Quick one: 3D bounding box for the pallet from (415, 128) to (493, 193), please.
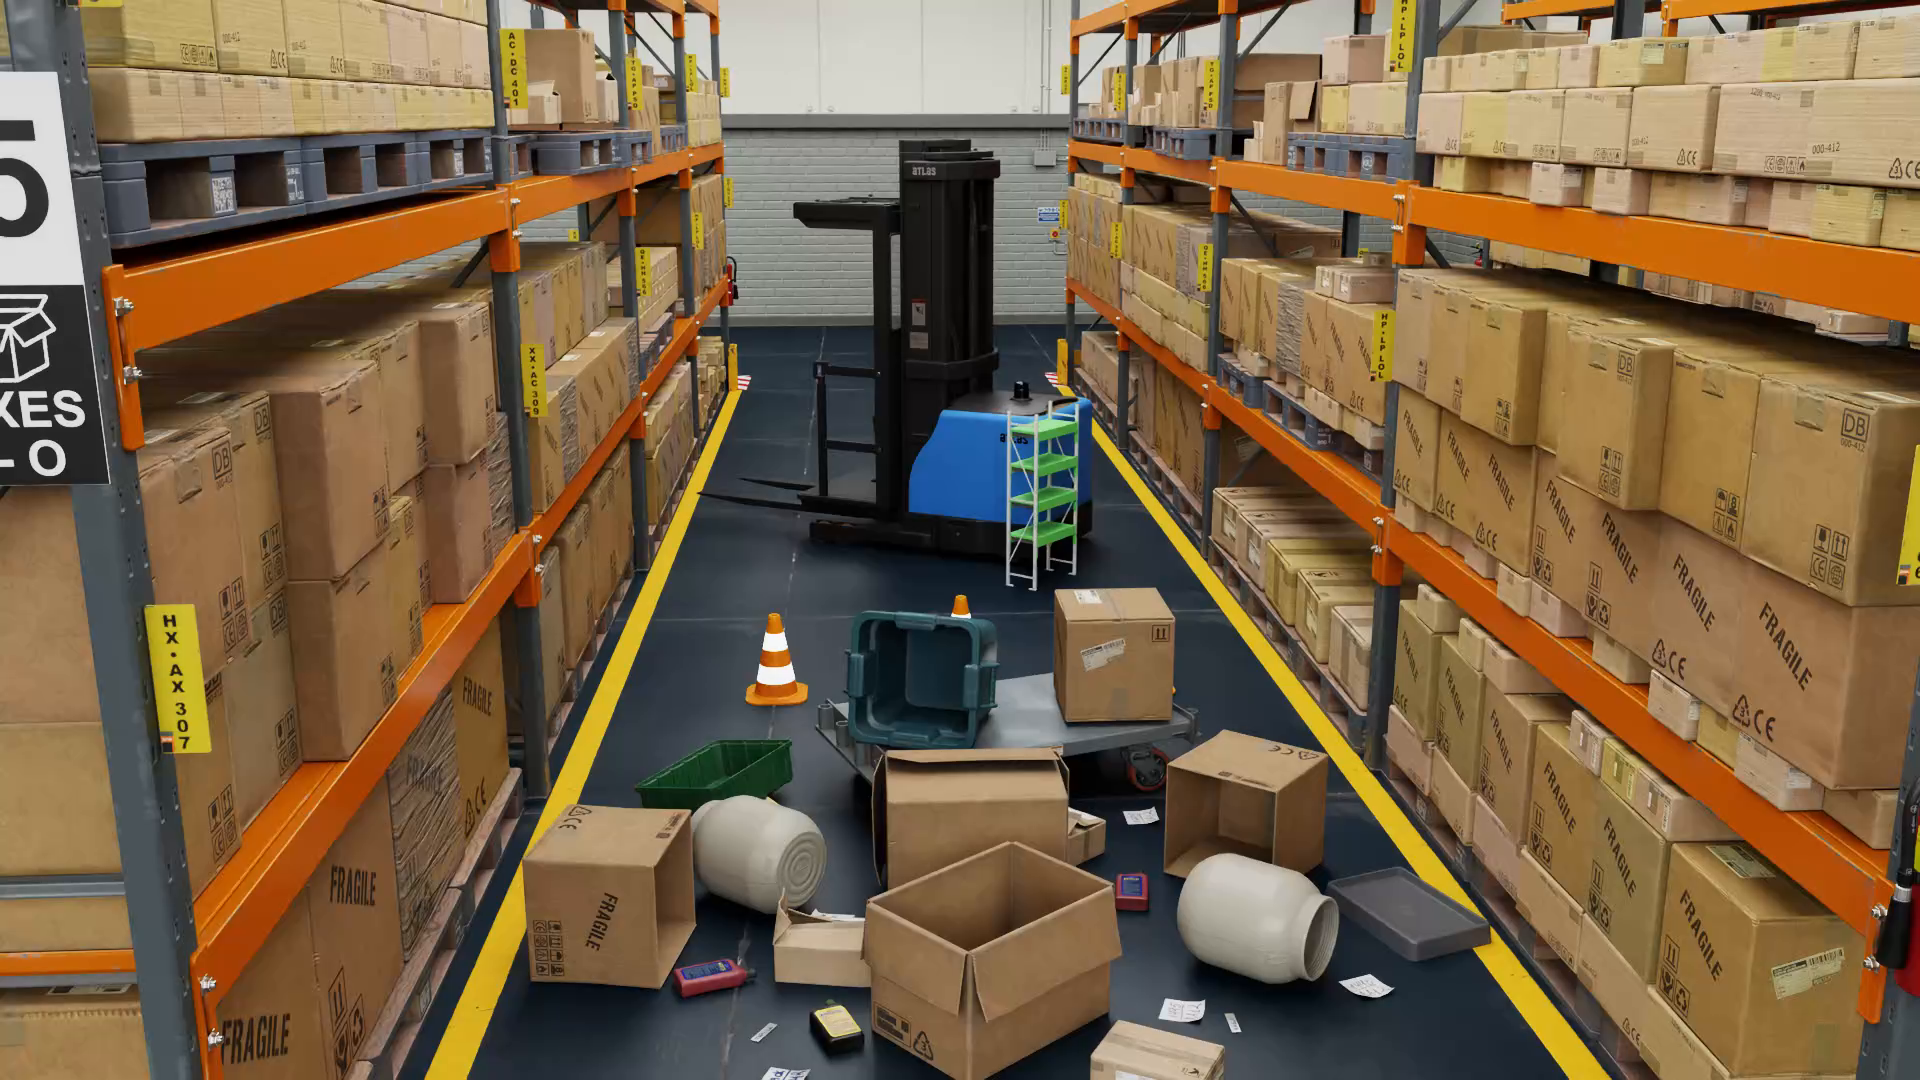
[{"bbox_3d":[-2.396,-1.444,6.279,1.003,0.211,1.213,-1,14,-3],"label":"pallet"}]

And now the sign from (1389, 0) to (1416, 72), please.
[{"bbox_3d":[1.945,-2.224,7.303,0.100,0.325,0.005,-1,14,-3],"label":"sign"}]

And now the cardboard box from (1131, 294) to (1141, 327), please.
[{"bbox_3d":[1.800,-2.015,14.638,0.500,0.250,0.500,-1,14,-5],"label":"cardboard box"}]

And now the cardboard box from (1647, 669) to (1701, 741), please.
[{"bbox_3d":[2.343,0.498,5.075,0.380,0.149,0.250,-1,14,-2],"label":"cardboard box"}]

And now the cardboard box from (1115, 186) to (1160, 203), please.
[{"bbox_3d":[1.666,-3.248,15.621,0.380,0.149,0.250,-1,14,-5],"label":"cardboard box"}]

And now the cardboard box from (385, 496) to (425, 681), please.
[{"bbox_3d":[-2.296,0.183,5.493,0.875,0.550,0.500,-1,14,-3],"label":"cardboard box"}]

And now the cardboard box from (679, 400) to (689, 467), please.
[{"bbox_3d":[-2.603,-0.913,14.228,0.500,0.500,0.500,-1,14,-5],"label":"cardboard box"}]

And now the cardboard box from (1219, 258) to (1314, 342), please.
[{"bbox_3d":[2.047,-1.615,11.143,0.500,0.500,0.500,-1,14,-5],"label":"cardboard box"}]

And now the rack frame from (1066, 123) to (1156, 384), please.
[{"bbox_3d":[1.755,-3.324,19.427,1.000,3.000,0.127,-1,14,-3],"label":"rack frame"}]

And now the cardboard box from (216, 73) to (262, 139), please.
[{"bbox_3d":[-1.921,-1.042,3.998,0.380,0.149,0.250,-1,14,-3],"label":"cardboard box"}]

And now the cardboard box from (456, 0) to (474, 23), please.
[{"bbox_3d":[-2.080,-2.058,6.347,0.380,0.149,0.250,-1,14,-4],"label":"cardboard box"}]

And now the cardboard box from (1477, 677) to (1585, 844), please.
[{"bbox_3d":[2.341,0.838,6.420,0.500,0.500,0.500,0,14,-1],"label":"cardboard box"}]

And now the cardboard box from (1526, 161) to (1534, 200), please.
[{"bbox_3d":[2.340,-1.334,6.176,0.380,0.149,0.250,-1,14,-5],"label":"cardboard box"}]

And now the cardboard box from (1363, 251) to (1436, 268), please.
[{"bbox_3d":[2.634,-1.642,9.947,0.380,0.149,0.250,-2,15,-6],"label":"cardboard box"}]

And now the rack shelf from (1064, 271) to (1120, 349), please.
[{"bbox_3d":[1.879,-2.478,17.583,1.077,0.370,4.000,-1,14,-3],"label":"rack shelf"}]

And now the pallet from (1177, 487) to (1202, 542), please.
[{"bbox_3d":[2.277,-0.181,12.808,1.003,0.211,1.213,-1,14,-3],"label":"pallet"}]

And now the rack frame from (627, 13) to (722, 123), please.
[{"bbox_3d":[-3.179,-6.128,18.284,1.000,3.000,0.127,-1,14,-3],"label":"rack frame"}]

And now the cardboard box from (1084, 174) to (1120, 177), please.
[{"bbox_3d":[1.588,-4.014,18.600,0.380,0.149,0.250,-1,14,-2],"label":"cardboard box"}]

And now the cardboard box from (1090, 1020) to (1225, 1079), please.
[{"bbox_3d":[0.649,1.741,5.461,0.380,0.149,0.250,7,16,26],"label":"cardboard box"}]

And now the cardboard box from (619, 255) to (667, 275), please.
[{"bbox_3d":[-2.664,-2.305,13.931,0.380,0.149,0.250,-1,14,-4],"label":"cardboard box"}]

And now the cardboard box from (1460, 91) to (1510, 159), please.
[{"bbox_3d":[2.294,-1.622,6.496,0.500,0.250,0.500,-1,14,-4],"label":"cardboard box"}]

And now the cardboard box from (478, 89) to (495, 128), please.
[{"bbox_3d":[-2.094,-1.735,6.692,0.380,0.149,0.250,-1,14,-4],"label":"cardboard box"}]

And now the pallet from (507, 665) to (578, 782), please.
[{"bbox_3d":[-2.559,0.921,8.521,1.003,0.211,1.213,-1,14,-3],"label":"pallet"}]

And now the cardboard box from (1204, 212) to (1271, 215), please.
[{"bbox_3d":[2.332,-2.500,14.015,0.500,0.500,0.500,0,14,-2],"label":"cardboard box"}]

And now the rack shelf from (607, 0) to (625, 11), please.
[{"bbox_3d":[-2.560,-3.099,8.758,1.077,0.370,4.000,-1,14,-3],"label":"rack shelf"}]

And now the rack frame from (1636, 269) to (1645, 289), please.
[{"bbox_3d":[6.957,-2.407,15.862,1.000,3.000,0.127,-1,14,-3],"label":"rack frame"}]

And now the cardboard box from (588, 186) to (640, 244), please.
[{"bbox_3d":[-3.231,-3.017,15.430,0.500,0.500,0.500,-1,14,-5],"label":"cardboard box"}]

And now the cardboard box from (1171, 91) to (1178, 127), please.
[{"bbox_3d":[1.816,-3.263,12.595,0.396,0.266,0.258,-1,14,-5],"label":"cardboard box"}]

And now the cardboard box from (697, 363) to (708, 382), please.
[{"bbox_3d":[-2.742,-1.688,16.753,0.380,0.149,0.250,-1,14,-2],"label":"cardboard box"}]

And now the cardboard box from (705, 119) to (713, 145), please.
[{"bbox_3d":[-2.778,-4.111,16.767,0.500,0.250,0.500,0,14,-1],"label":"cardboard box"}]

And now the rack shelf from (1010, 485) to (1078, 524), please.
[{"bbox_3d":[0.562,-0.245,11.324,0.258,0.148,0.480,11,18,36],"label":"rack shelf"}]

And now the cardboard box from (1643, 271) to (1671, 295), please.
[{"bbox_3d":[6.763,-2.535,15.316,0.700,0.500,0.500,-1,14,-2],"label":"cardboard box"}]

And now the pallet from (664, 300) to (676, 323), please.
[{"bbox_3d":[-3.029,-1.943,14.442,1.003,0.211,1.213,-1,14,-3],"label":"pallet"}]

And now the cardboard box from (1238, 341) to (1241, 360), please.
[{"bbox_3d":[2.069,-1.262,11.072,0.380,0.149,0.250,-2,15,-7],"label":"cardboard box"}]

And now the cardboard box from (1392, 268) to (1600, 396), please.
[{"bbox_3d":[2.309,-0.904,7.215,0.700,0.500,0.500,-1,14,-4],"label":"cardboard box"}]

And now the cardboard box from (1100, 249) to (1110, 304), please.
[{"bbox_3d":[1.682,-2.617,16.478,0.500,0.500,0.500,-1,14,-5],"label":"cardboard box"}]

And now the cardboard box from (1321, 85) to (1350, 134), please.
[{"bbox_3d":[2.261,-2.319,8.958,0.500,0.250,0.500,-1,14,-3],"label":"cardboard box"}]

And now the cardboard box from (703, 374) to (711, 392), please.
[{"bbox_3d":[-2.751,-1.611,17.050,0.380,0.149,0.250,-1,14,-4],"label":"cardboard box"}]

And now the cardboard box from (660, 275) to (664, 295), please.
[{"bbox_3d":[-2.644,-2.098,13.724,0.380,0.149,0.250,-2,15,-6],"label":"cardboard box"}]

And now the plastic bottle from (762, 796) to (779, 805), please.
[{"bbox_3d":[-0.912,1.230,7.622,0.133,0.061,0.283,-9,17,-32],"label":"plastic bottle"}]

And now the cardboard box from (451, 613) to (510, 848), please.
[{"bbox_3d":[-2.467,0.745,7.033,0.875,0.875,0.875,-1,14,-3],"label":"cardboard box"}]

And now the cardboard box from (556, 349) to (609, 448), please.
[{"bbox_3d":[-2.291,-0.798,9.407,0.500,0.500,0.500,-1,14,-3],"label":"cardboard box"}]

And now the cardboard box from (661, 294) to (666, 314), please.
[{"bbox_3d":[-2.641,-1.956,13.770,0.380,0.149,0.250,-2,15,-6],"label":"cardboard box"}]

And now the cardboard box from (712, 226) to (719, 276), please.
[{"bbox_3d":[-2.827,-3.053,17.576,0.500,0.500,0.500,-1,14,-3],"label":"cardboard box"}]

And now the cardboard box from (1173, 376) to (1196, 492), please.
[{"bbox_3d":[2.240,-0.904,13.441,0.875,0.875,0.875,-1,14,-3],"label":"cardboard box"}]

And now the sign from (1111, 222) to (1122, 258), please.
[{"bbox_3d":[1.449,-2.778,15.408,0.100,0.325,0.005,-1,14,-3],"label":"sign"}]

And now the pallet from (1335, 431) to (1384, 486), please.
[{"bbox_3d":[2.596,-0.439,8.599,1.003,0.211,1.213,-1,14,-3],"label":"pallet"}]

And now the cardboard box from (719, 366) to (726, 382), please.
[{"bbox_3d":[-2.822,-1.855,18.596,0.380,0.149,0.250,0,14,-2],"label":"cardboard box"}]

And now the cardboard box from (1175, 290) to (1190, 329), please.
[{"bbox_3d":[1.932,-1.748,12.598,0.500,0.250,0.500,-1,14,-5],"label":"cardboard box"}]

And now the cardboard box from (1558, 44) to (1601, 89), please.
[{"bbox_3d":[2.328,-1.651,5.806,0.380,0.149,0.250,-1,14,-4],"label":"cardboard box"}]

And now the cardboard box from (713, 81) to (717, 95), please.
[{"bbox_3d":[-2.865,-4.960,18.261,0.380,0.149,0.250,-1,14,-4],"label":"cardboard box"}]

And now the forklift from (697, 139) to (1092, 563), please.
[{"bbox_3d":[-0.563,-1.486,12.420,3.031,2.935,1.130,7,16,25],"label":"forklift"}]

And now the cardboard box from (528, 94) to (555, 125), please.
[{"bbox_3d":[-2.263,-2.174,8.396,0.380,0.149,0.250,-1,14,-3],"label":"cardboard box"}]

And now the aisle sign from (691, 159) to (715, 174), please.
[{"bbox_3d":[-2.884,-4.504,18.797,0.394,0.787,0.004,-1,14,-3],"label":"aisle sign"}]

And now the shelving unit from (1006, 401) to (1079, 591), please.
[{"bbox_3d":[0.562,-0.306,11.309,0.258,1.200,0.503,11,18,36],"label":"shelving unit"}]

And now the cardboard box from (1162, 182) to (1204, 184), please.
[{"bbox_3d":[2.198,-3.448,16.398,0.380,0.149,0.250,-1,14,-4],"label":"cardboard box"}]
